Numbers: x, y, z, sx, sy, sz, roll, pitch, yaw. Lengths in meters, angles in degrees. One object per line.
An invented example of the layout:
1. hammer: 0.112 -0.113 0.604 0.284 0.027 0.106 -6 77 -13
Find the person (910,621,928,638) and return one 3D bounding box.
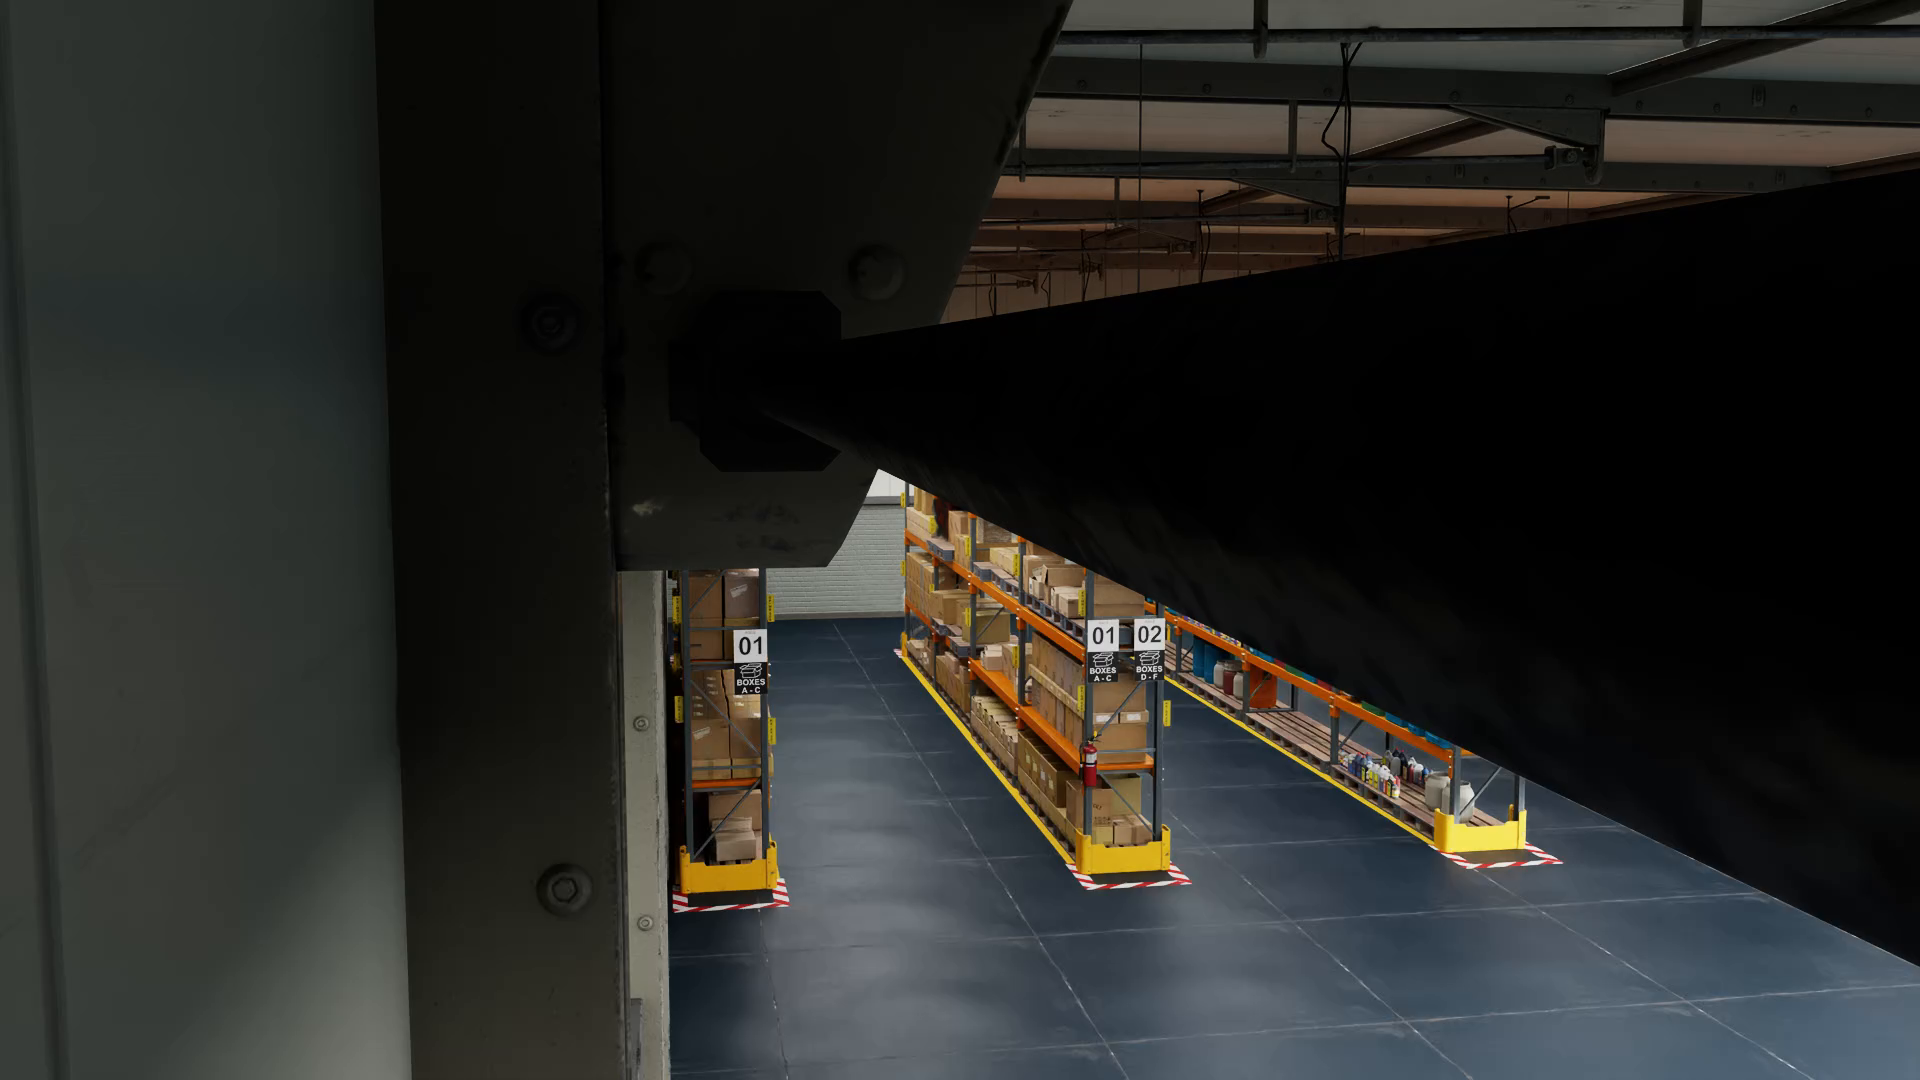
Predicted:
1. person: -0.757 1.620 37.653 0.878 1.677 0.660 0 6 -3
